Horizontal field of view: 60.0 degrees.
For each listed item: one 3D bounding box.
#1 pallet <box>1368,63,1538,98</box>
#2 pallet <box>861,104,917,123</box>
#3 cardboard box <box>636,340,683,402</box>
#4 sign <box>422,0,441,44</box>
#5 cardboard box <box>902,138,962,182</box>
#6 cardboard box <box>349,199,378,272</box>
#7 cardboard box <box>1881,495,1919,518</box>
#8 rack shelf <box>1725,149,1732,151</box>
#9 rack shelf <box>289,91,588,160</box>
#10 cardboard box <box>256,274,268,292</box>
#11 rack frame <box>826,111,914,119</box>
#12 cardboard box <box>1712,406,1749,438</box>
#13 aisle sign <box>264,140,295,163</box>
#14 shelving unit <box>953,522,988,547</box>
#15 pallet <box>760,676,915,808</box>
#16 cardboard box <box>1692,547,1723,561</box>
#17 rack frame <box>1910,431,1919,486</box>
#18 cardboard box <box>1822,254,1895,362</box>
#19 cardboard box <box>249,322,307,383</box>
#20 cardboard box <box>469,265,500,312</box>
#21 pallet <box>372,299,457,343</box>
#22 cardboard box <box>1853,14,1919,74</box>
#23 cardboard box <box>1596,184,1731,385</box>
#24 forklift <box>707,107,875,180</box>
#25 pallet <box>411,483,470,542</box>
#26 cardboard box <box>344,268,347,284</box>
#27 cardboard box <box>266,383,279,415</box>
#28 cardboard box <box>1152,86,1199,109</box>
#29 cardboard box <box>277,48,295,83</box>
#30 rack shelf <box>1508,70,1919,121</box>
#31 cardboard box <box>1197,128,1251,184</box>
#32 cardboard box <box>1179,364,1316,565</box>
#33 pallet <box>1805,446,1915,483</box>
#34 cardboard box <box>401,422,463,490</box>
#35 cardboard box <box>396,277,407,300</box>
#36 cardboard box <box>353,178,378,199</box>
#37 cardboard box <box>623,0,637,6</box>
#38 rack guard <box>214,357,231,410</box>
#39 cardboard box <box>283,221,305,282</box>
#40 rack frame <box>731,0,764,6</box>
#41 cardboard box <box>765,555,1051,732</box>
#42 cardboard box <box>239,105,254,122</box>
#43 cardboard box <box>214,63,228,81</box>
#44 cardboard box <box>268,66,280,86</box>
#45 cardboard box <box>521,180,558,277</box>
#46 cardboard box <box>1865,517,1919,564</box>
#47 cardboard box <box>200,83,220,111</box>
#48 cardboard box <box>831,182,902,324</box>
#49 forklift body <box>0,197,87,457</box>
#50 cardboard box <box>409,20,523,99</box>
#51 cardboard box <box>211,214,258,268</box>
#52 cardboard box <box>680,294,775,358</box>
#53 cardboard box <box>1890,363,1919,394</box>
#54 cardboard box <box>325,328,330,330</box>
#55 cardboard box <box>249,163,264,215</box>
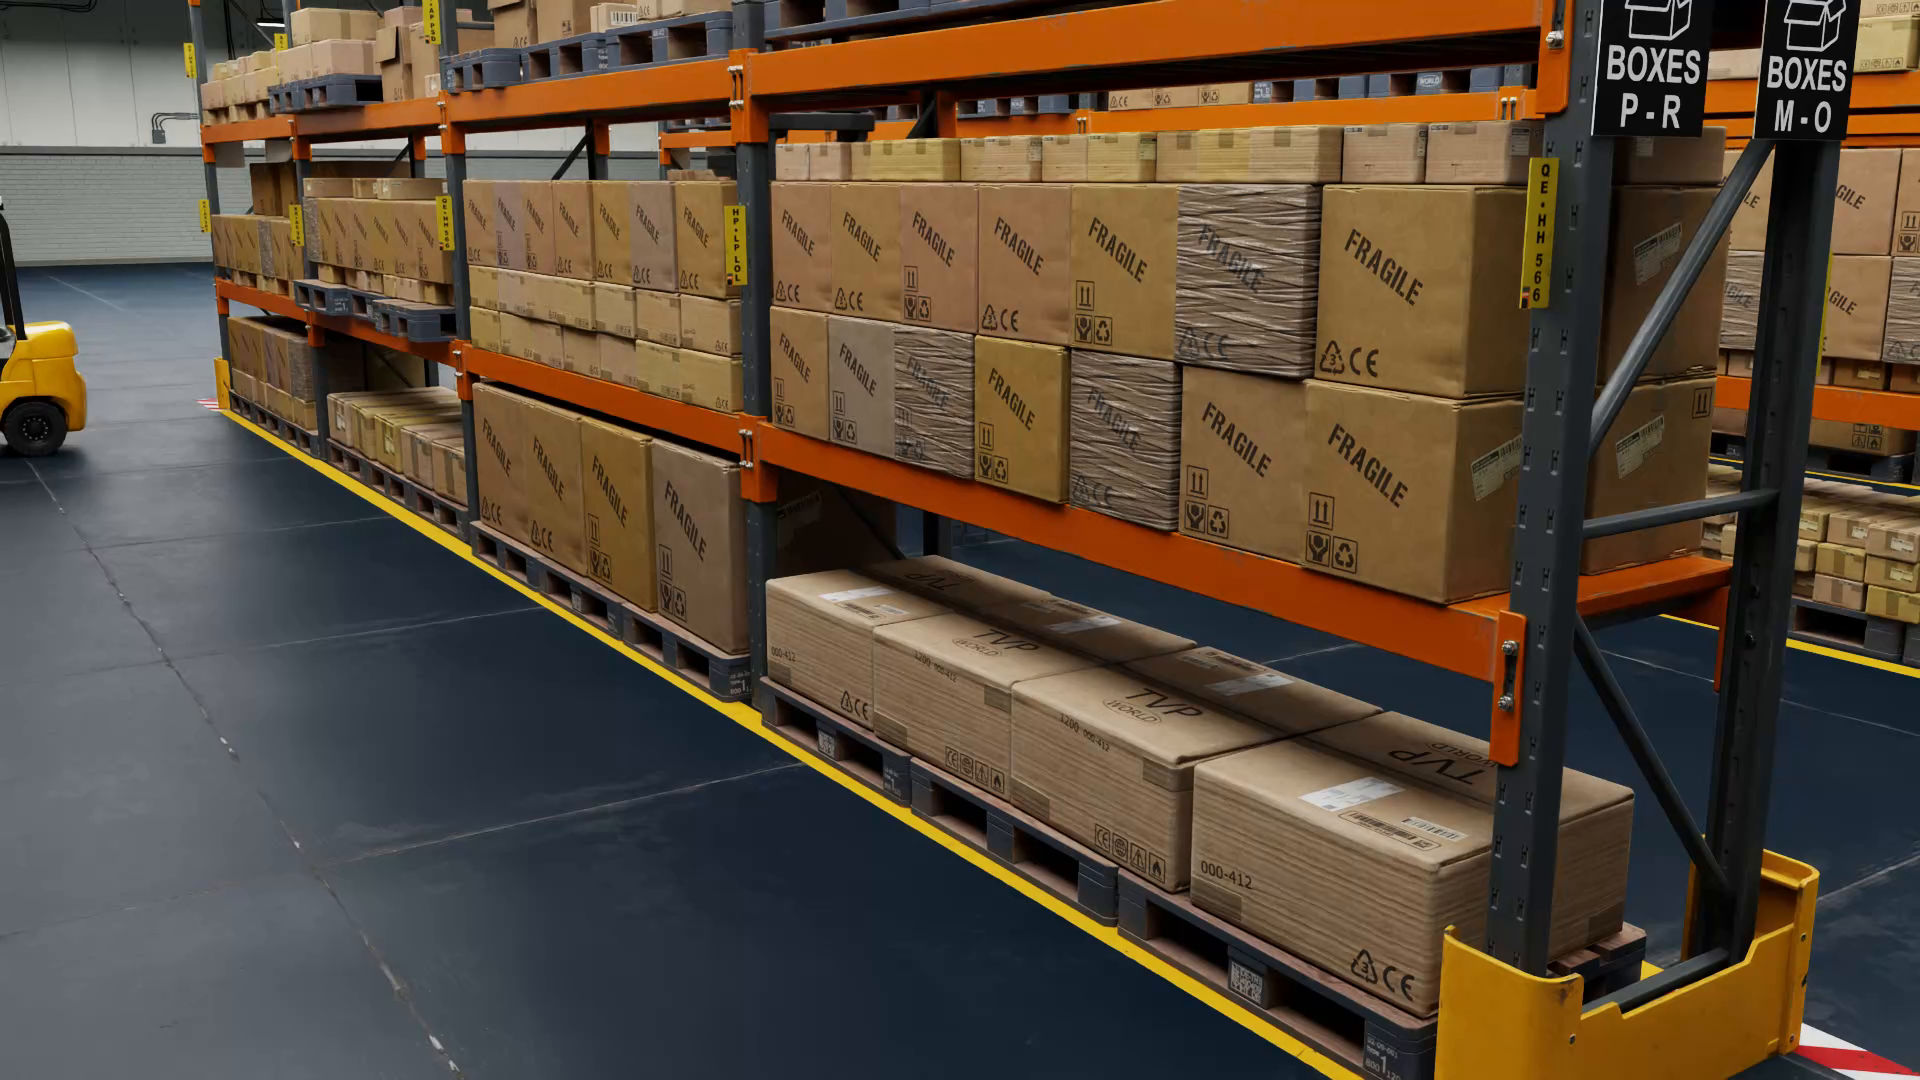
[{"bbox_3d":[3.329,-2.864,10.357,1.213,0.211,1.003,-8,15,-33],"label":"pallet"},{"bbox_3d":[-0.301,-4.006,15.585,0.805,0.209,1.217,-9,15,-35],"label":"pallet"},{"bbox_3d":[-1.222,-0.832,7.996,0.500,0.250,0.500,-8,15,-34],"label":"cardboard box"},{"bbox_3d":[-3.151,-3.130,9.922,0.100,0.325,0.005,-8,15,-33],"label":"sign"},{"bbox_3d":[0.018,-1.346,5.901,0.380,0.149,0.250,-9,15,-34],"label":"cardboard box"},{"bbox_3d":[-4.060,-2.201,11.990,0.500,0.500,0.500,-9,15,-35],"label":"cardboard box"},{"bbox_3d":[5.046,-0.125,8.711,0.380,0.149,0.250,-8,15,-32],"label":"cardboard box"},{"bbox_3d":[10.476,-6.002,25.948,1.077,0.370,4.000,-8,15,-33],"label":"rack shelf"},{"bbox_3d":[-3.807,-2.946,11.972,1.077,0.370,4.000,-8,15,-33],"label":"rack shelf"},{"bbox_3d":[-6.202,-2.356,15.204,0.380,0.149,0.250,-8,15,-32],"label":"cardboard box"},{"bbox_3d":[-0.850,-2.791,16.604,1.000,3.000,0.127,-8,15,-33],"label":"rack frame"},{"bbox_3d":[6.901,-1.375,14.118,1.225,0.875,0.875,-9,15,-35],"label":"cardboard box"},{"bbox_3d":[-6.924,-4.214,17.025,0.394,0.787,0.004,-8,15,-33],"label":"aisle sign"},{"bbox_3d":[0.030,-0.503,10.706,0.215,1.050,0.252,-8,15,-33],"label":"shelving unit"},{"bbox_3d":[-0.126,0.742,6.974,1.003,0.211,1.213,-8,15,-33],"label":"pallet"},{"bbox_3d":[4.206,0.090,9.118,0.380,0.149,0.250,-9,15,-35],"label":"cardboard box"},{"bbox_3d":[7.768,-1.937,12.700,1.000,3.000,0.127,-8,15,-33],"label":"rack frame"},{"bbox_3d":[4.498,-1.172,8.268,0.500,0.500,0.500,-7,14,-30],"label":"cardboard box"},{"bbox_3d":[-6.336,-1.764,15.604,0.500,0.500,0.500,-8,15,-32],"label":"cardboard box"},{"bbox_3d":[-2.623,-1.528,10.006,0.500,0.250,0.500,-8,15,-33],"label":"cardboard box"},{"bbox_3d":[-3.182,-1.496,11.132,1.213,0.211,1.003,-8,15,-33],"label":"pallet"},{"bbox_3d":[4.463,-2.371,8.010,0.500,0.250,0.500,-7,14,-30],"label":"cardboard box"},{"bbox_3d":[1.705,-0.710,4.510,0.500,0.500,0.500,-8,15,-34],"label":"cardboard box"},{"bbox_3d":[-1.384,-2.094,13.574,1.130,2.935,3.031,-6,14,-24],"label":"forklift"},{"bbox_3d":[-3.130,-0.253,11.524,1.003,0.211,1.213,-8,15,-33],"label":"pallet"},{"bbox_3d":[-4.520,-2.047,12.807,0.380,0.149,0.250,-7,14,-29],"label":"cardboard box"},{"bbox_3d":[-6.047,-1.307,15.270,0.500,0.250,0.500,-8,15,-32],"label":"cardboard box"},{"bbox_3d":[1.744,-3.373,12.009,0.500,0.500,0.500,-8,15,-33],"label":"cardboard box"},{"bbox_3d":[-4.925,-3.633,12.801,0.500,0.250,0.500,-9,15,-34],"label":"cardboard box"},{"bbox_3d":[4.691,-2.127,8.228,1.077,0.370,4.000,-8,15,-33],"label":"rack shelf"},{"bbox_3d":[0.889,-1.075,4.665,0.380,0.149,0.250,-8,15,-31],"label":"cardboard box"},{"bbox_3d":[0.981,-0.247,4.738,0.500,0.500,0.500,-8,15,-34],"label":"cardboard box"},{"bbox_3d":[7.277,-0.704,13.585,1.003,0.211,1.213,-8,15,-33],"label":"pallet"},{"bbox_3d":[-3.419,-0.629,11.886,0.950,0.372,0.625,-8,15,-34],"label":"cardboard box"},{"bbox_3d":[-3.594,-1.713,11.279,0.380,0.149,0.250,-9,15,-35],"label":"cardboard box"},{"bbox_3d":[-4.261,-2.597,12.284,0.380,0.149,0.250,-7,14,-30],"label":"cardboard box"},{"bbox_3d":[-1.481,-2.916,8.937,0.500,0.500,0.500,-8,15,-32],"label":"cardboard box"},{"bbox_3d":[-7.089,-1.664,17.301,1.175,0.500,0.348,-8,15,-33],"label":"rack guard"},{"bbox_3d":[-5.368,-2.431,14.027,0.500,0.500,0.500,-9,15,-34],"label":"cardboard box"},{"bbox_3d":[-0.482,-3.695,6.695,1.000,3.000,0.127,-8,15,-33],"label":"rack frame"},{"bbox_3d":[-0.224,0.406,6.997,0.875,0.438,0.875,-8,15,-34],"label":"cardboard box"},{"bbox_3d":[-6.318,-3.872,15.115,0.380,0.149,0.250,-9,15,-34],"label":"cardboard box"},{"bbox_3d":[-6.787,-4.395,15.640,0.380,0.149,0.250,-8,15,-33],"label":"cardboard box"},{"bbox_3d":[-5.384,-3.772,13.721,0.500,0.250,0.500,-8,15,-33],"label":"cardboard box"},{"bbox_3d":[-2.072,-1.716,9.111,0.500,0.500,0.500,-8,14,-31],"label":"cardboard box"},{"bbox_3d":[4.668,-0.001,8.145,0.380,0.149,0.250,-7,14,-31],"label":"cardboard box"},{"bbox_3d":[-7.074,-4.315,16.206,0.500,0.250,0.500,-8,15,-34],"label":"cardboard box"},{"bbox_3d":[-0.145,-1.098,6.286,0.500,0.500,0.500,-8,15,-33],"label":"cardboard box"},{"bbox_3d":[-8.692,-1.775,13.942,2.313,2.155,1.214,-8,15,-33],"label":"forklift body"},{"bbox_3d":[-3.215,-3.160,11.035,0.700,0.500,0.500,-8,15,-33],"label":"cardboard box"},{"bbox_3d":[-7.099,-2.976,16.518,0.500,0.500,0.500,-8,15,-34],"label":"cardboard box"},{"bbox_3d":[-0.929,-0.985,7.526,0.500,0.250,0.500,-8,15,-33],"label":"cardboard box"},{"bbox_3d":[4.742,-0.798,8.079,0.380,0.149,0.250,-9,15,-35],"label":"cardboard box"},{"bbox_3d":[-5.609,-1.739,15.489,0.500,0.500,0.500,-7,14,-30],"label":"cardboard box"},{"bbox_3d":[-6.666,-3.516,16.649,0.700,0.500,0.500,-9,15,-34],"label":"cardboard box"}]
